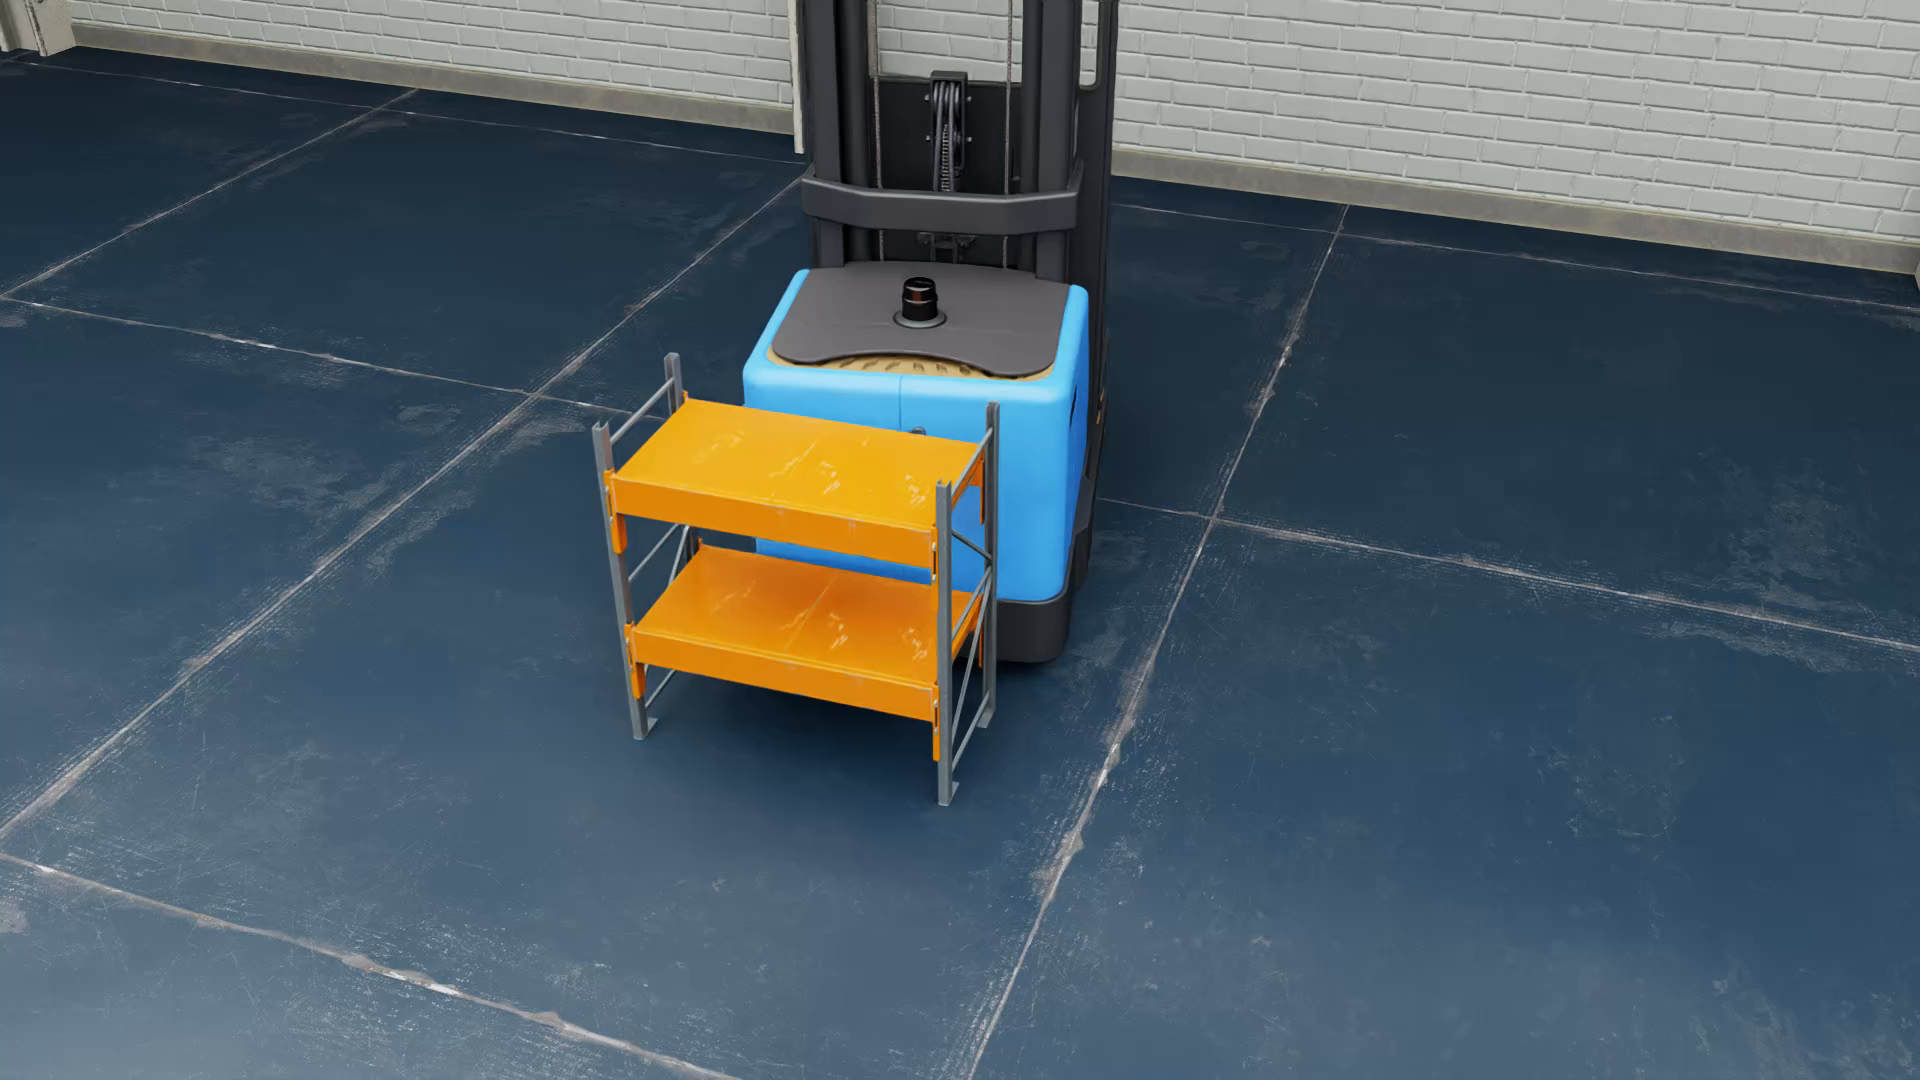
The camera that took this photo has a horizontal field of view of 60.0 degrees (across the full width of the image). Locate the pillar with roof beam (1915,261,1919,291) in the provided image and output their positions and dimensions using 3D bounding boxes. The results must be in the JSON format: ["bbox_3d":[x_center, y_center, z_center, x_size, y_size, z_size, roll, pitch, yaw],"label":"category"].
[{"bbox_3d":[3.460,-2.808,2.302,0.400,9.000,9.100,11,34,16],"label":"pillar with roof beam"}]

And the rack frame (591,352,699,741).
[{"bbox_3d":[-0.943,0.033,5.161,0.032,1.125,0.500,10,34,15],"label":"rack frame"}]

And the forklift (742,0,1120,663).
[{"bbox_3d":[0.028,-1.610,6.041,1.130,2.935,3.031,4,33,7],"label":"forklift"}]

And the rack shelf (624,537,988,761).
[{"bbox_3d":[-0.459,0.323,5.164,1.000,0.278,0.538,10,34,15],"label":"rack shelf"}]

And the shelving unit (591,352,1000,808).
[{"bbox_3d":[-0.459,0.117,5.031,1.048,1.125,0.538,10,34,15],"label":"shelving unit"}]

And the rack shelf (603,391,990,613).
[{"bbox_3d":[-0.459,-0.129,4.873,1.000,0.278,0.538,10,34,15],"label":"rack shelf"}]

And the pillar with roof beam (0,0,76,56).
[{"bbox_3d":[-7.836,-5.004,5.703,0.400,9.000,9.100,11,34,16],"label":"pillar with roof beam"}]

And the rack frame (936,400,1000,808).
[{"bbox_3d":[0.025,0.201,4.901,0.032,1.125,0.500,10,34,15],"label":"rack frame"}]

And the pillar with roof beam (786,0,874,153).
[{"bbox_3d":[-2.188,-3.906,4.003,0.400,9.000,9.100,11,34,16],"label":"pillar with roof beam"}]
